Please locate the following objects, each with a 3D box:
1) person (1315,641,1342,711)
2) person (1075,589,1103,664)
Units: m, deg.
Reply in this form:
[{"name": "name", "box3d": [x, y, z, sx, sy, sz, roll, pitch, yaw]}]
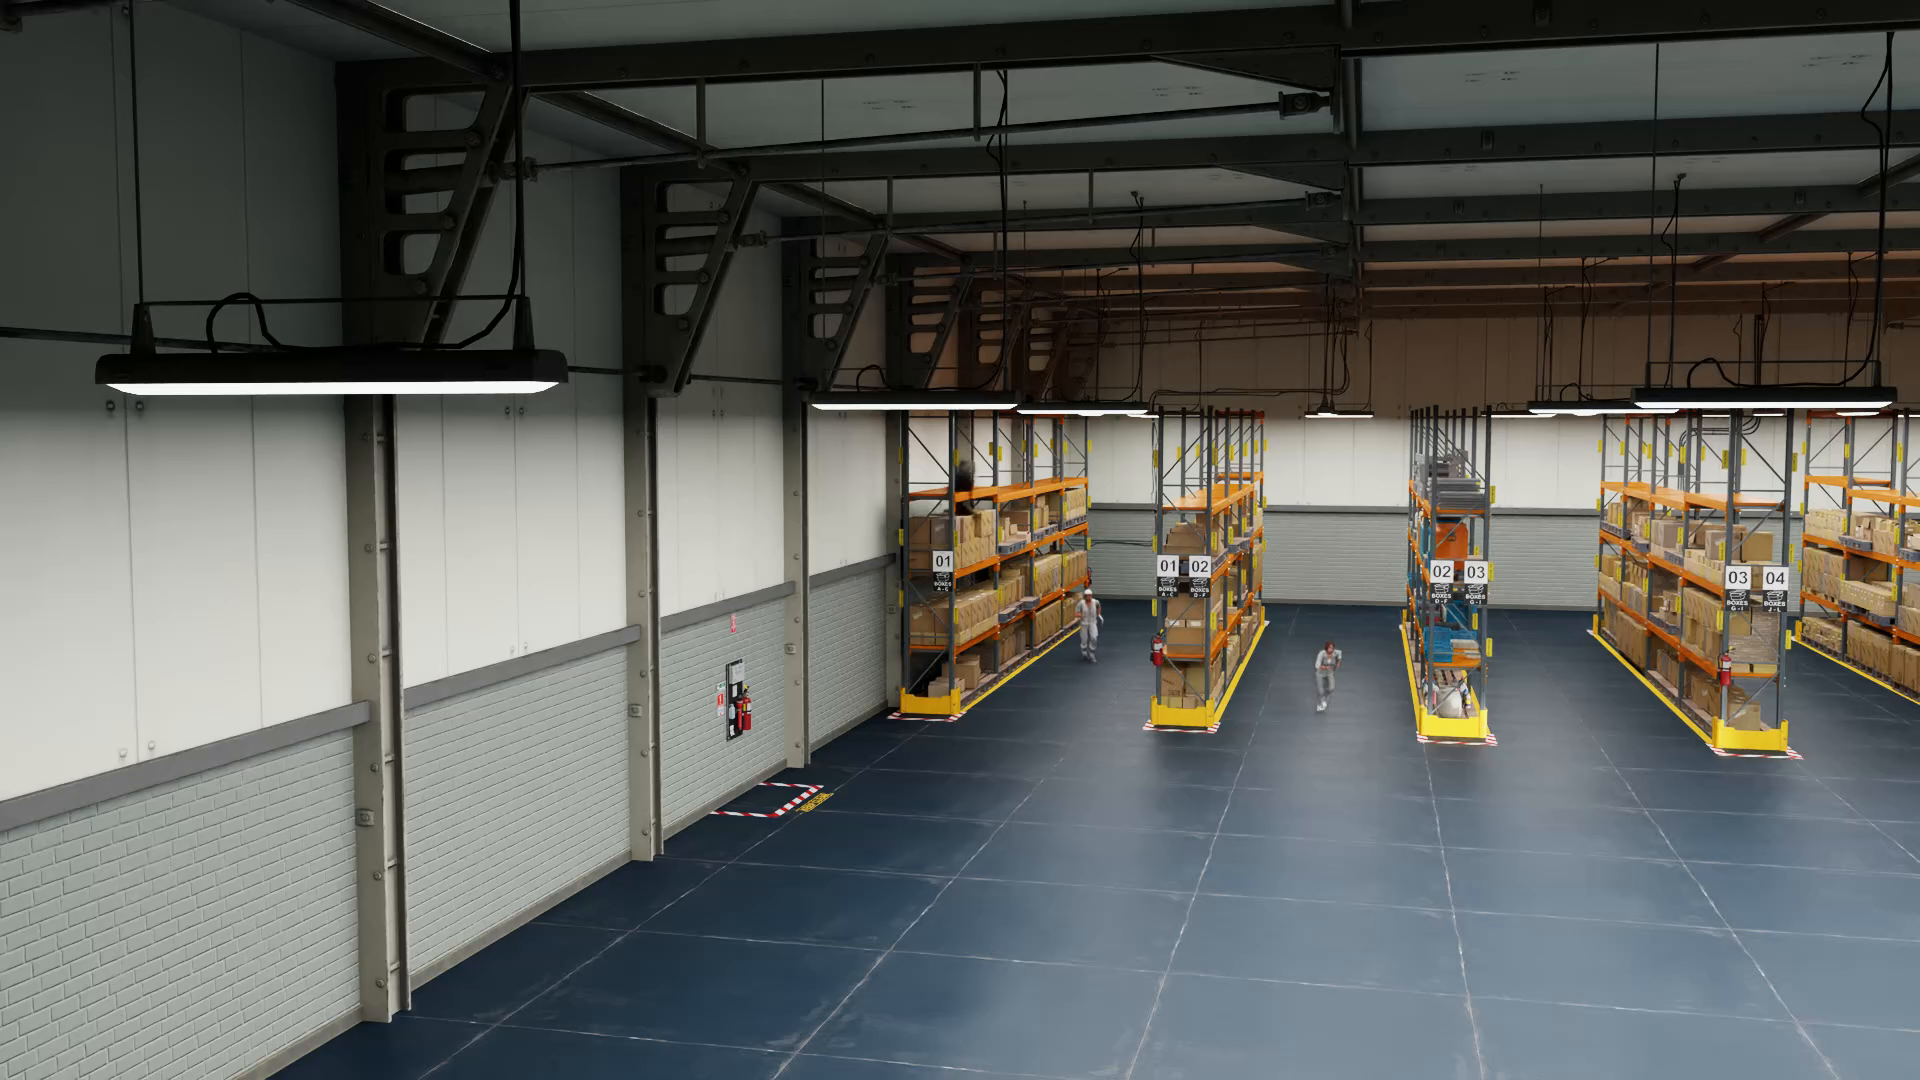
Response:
[{"name": "person", "box3d": [7.187, 2.668, 32.466, 0.579, 1.432, 0.853, -1, 4, -7]}, {"name": "person", "box3d": [3.063, 2.026, 39.458, 0.696, 1.757, 0.992, 0, 4, -1]}]
